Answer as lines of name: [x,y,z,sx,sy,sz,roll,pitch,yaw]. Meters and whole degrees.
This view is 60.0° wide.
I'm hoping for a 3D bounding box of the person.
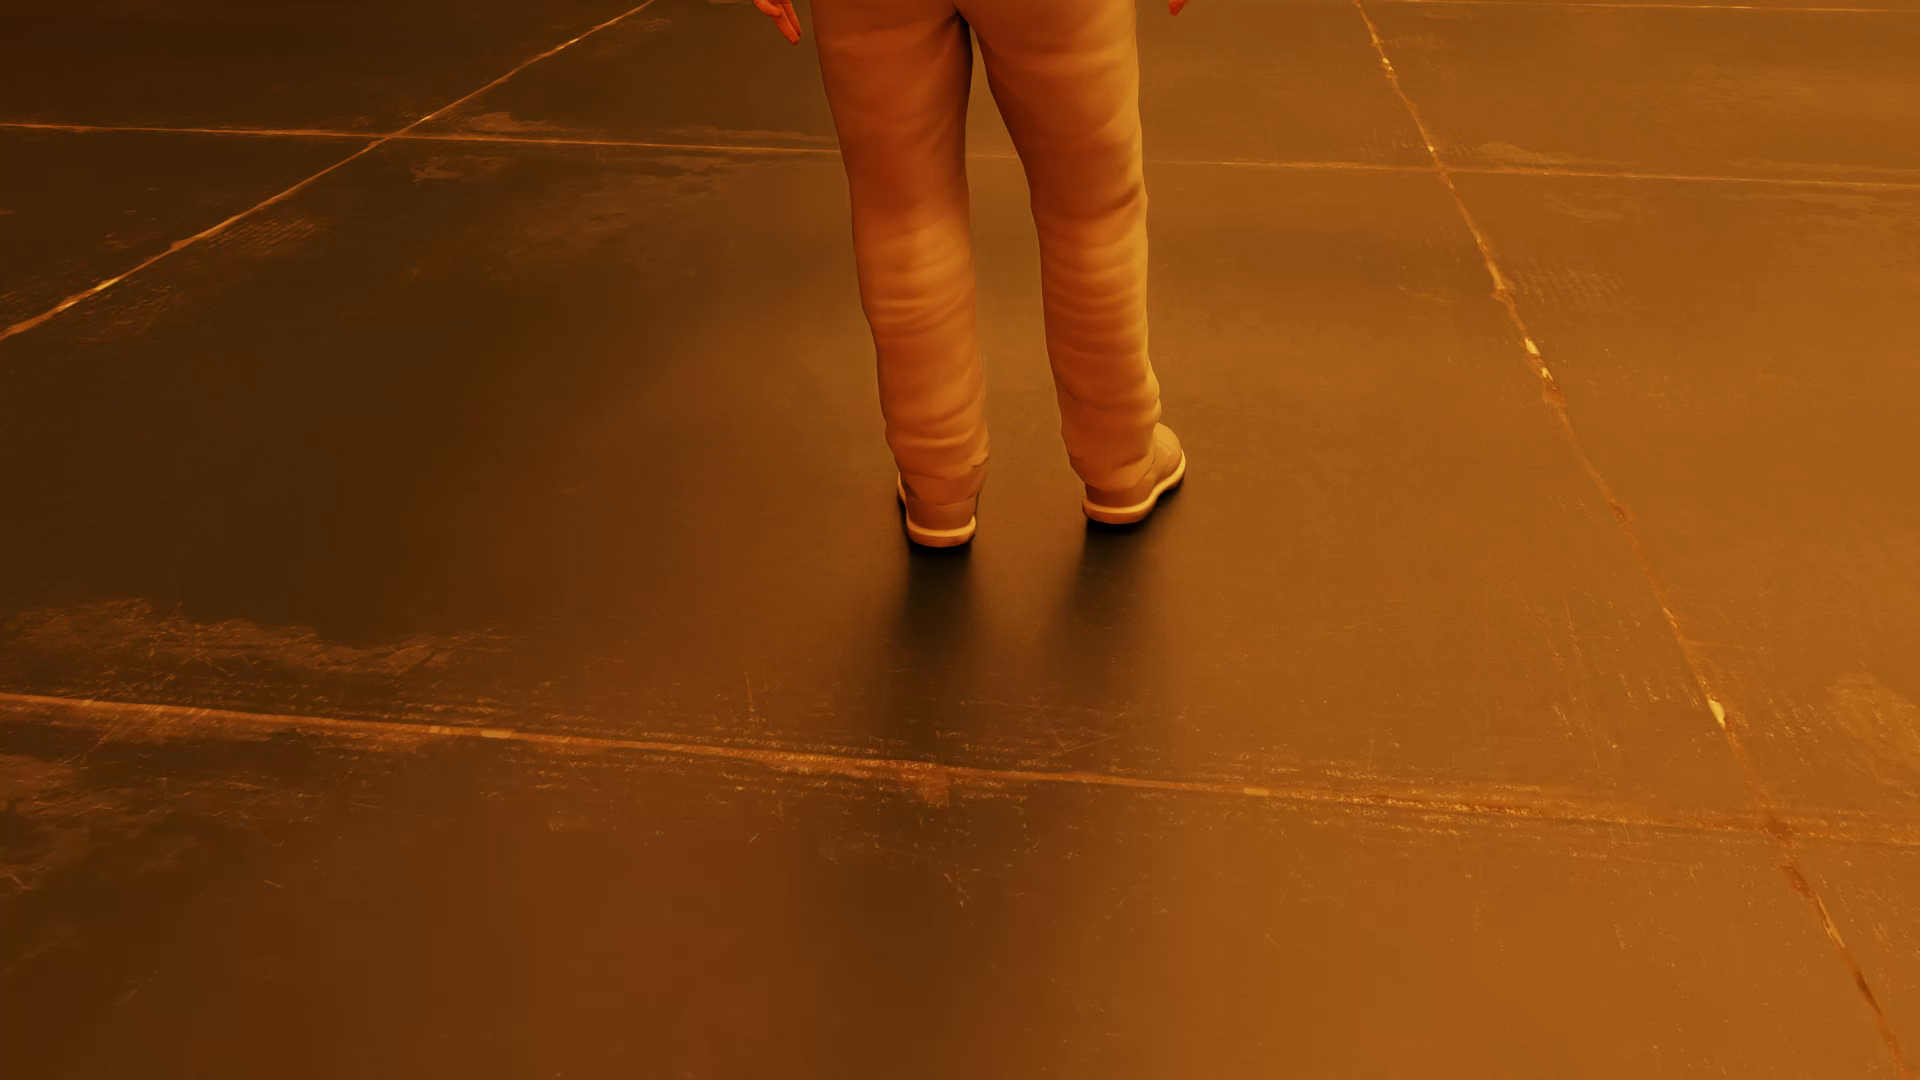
person: [0.023,-0.837,2.166,0.640,1.781,0.575,3,27,7]
